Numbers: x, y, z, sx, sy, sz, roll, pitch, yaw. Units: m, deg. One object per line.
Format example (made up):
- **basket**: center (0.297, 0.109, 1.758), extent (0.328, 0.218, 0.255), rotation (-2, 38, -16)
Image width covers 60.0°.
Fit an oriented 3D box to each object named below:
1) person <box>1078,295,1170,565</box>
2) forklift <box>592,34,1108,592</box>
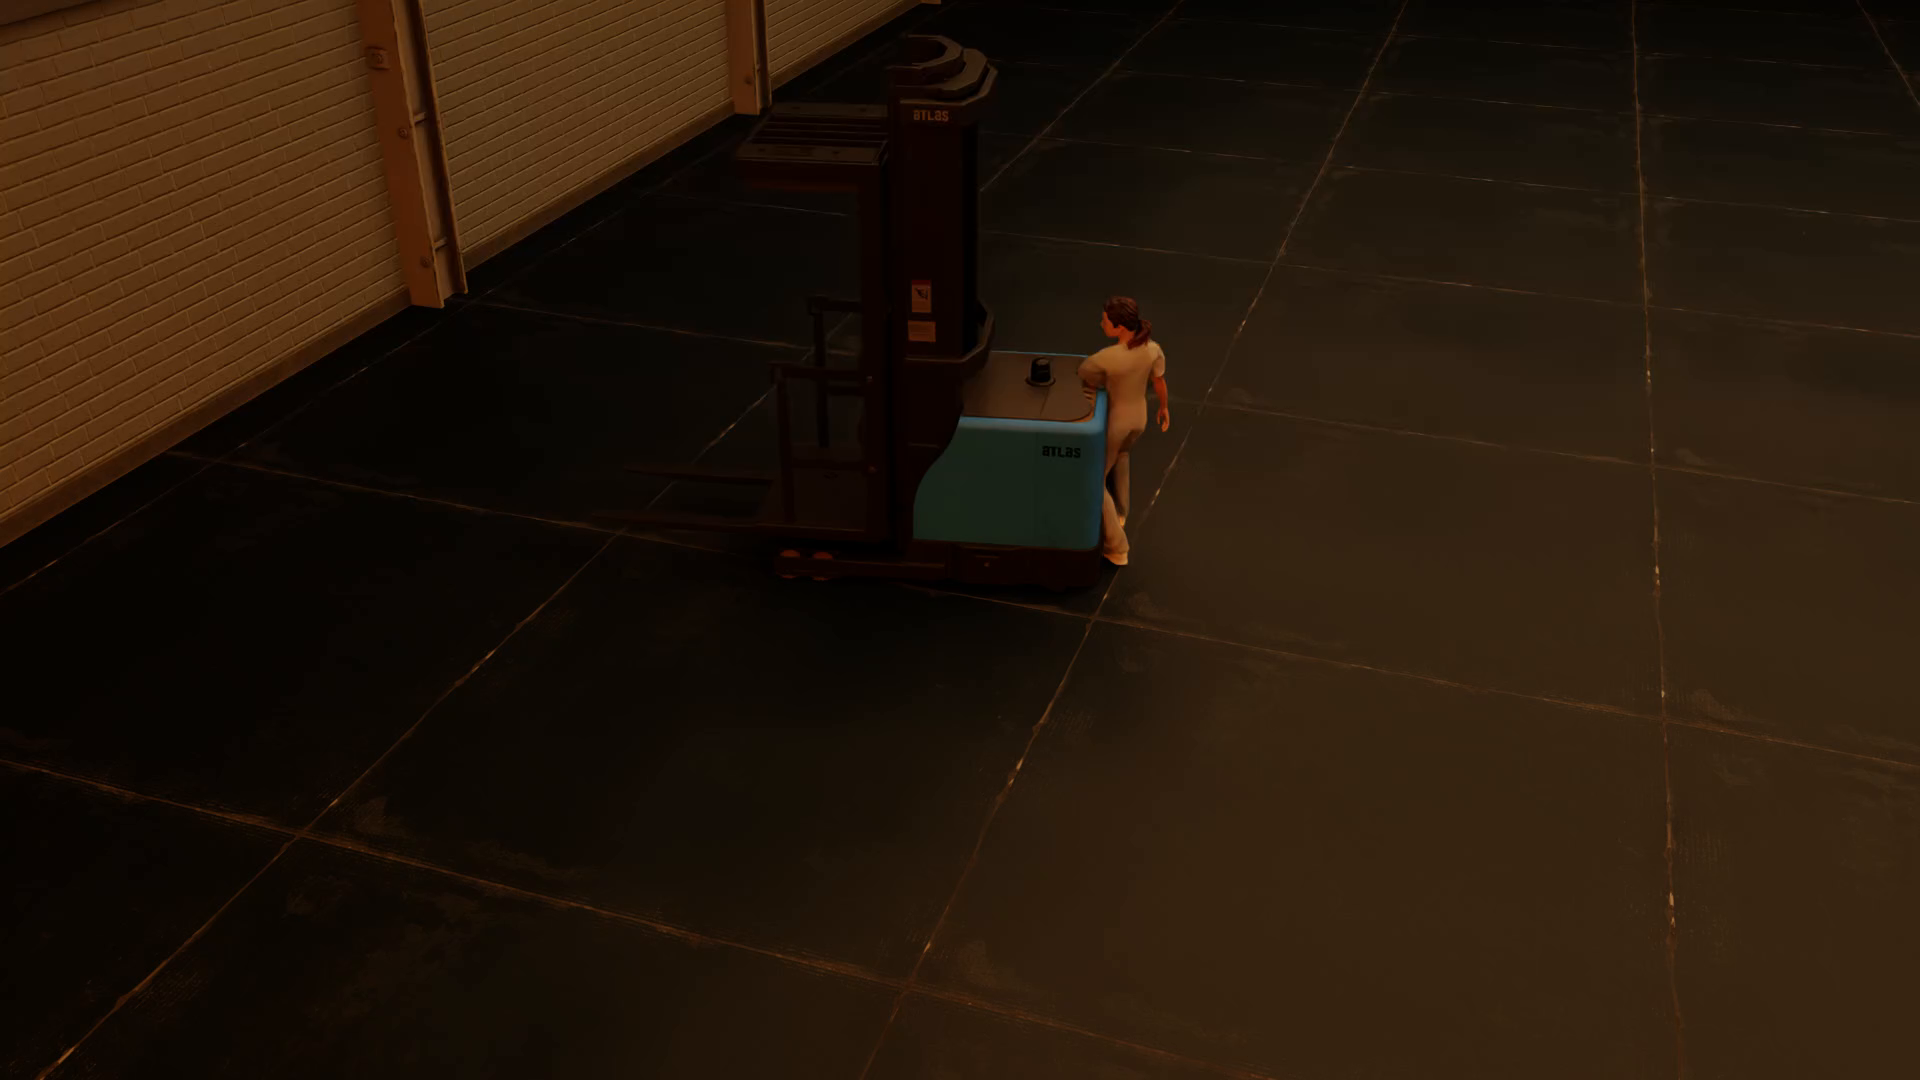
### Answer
- **person**: center (0.945, -0.724, 9.766), extent (0.602, 1.586, 0.666), rotation (-19, 35, -30)
- **forklift**: center (-0.650, -1.290, 9.399), extent (3.031, 2.935, 1.130), rotation (4, 30, 6)
